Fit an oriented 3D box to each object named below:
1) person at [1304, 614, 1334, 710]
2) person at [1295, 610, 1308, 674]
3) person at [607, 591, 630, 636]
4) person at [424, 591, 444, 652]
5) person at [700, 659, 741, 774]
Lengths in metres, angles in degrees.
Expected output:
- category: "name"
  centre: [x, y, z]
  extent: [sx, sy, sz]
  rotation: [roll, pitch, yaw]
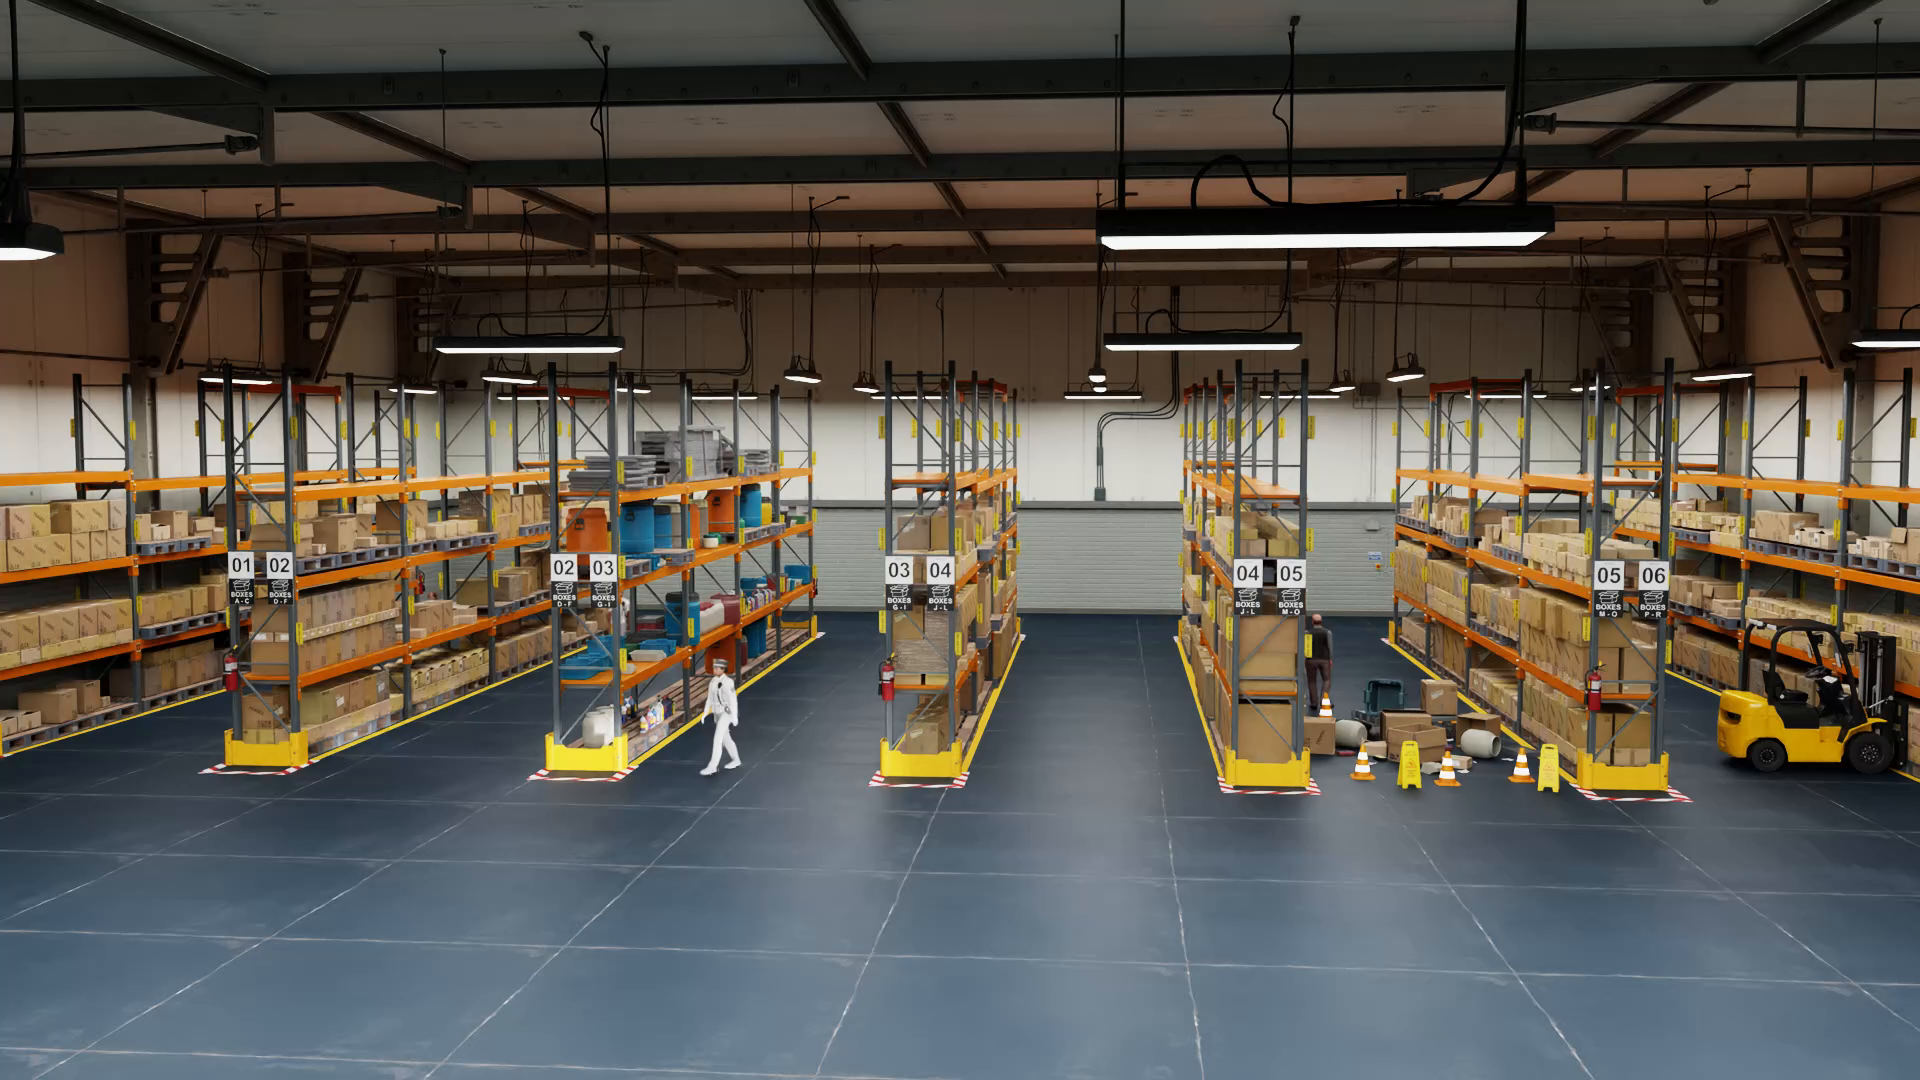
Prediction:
- category: "person"
  centre: [6.414, 2.189, 29.823]
  extent: [0.566, 1.720, 0.537]
  rotation: [0, 4, 5]
- category: "person"
  centre: [6.819, 1.881, 34.055]
  extent: [0.617, 1.775, 0.592]
  rotation: [0, 4, 2]
- category: "person"
  centre: [-7.379, 1.803, 35.994]
  extent: [0.436, 1.618, 1.045]
  rotation: [0, 4, 4]
- category: "person"
  centre: [-11.312, 1.862, 35.662]
  extent: [0.452, 1.540, 0.972]
  rotation: [0, 4, 4]
- category: "person"
  centre: [-3.554, 2.559, 24.383]
  extent: [0.824, 1.657, 0.506]
  rotation: [-3, 5, -40]
